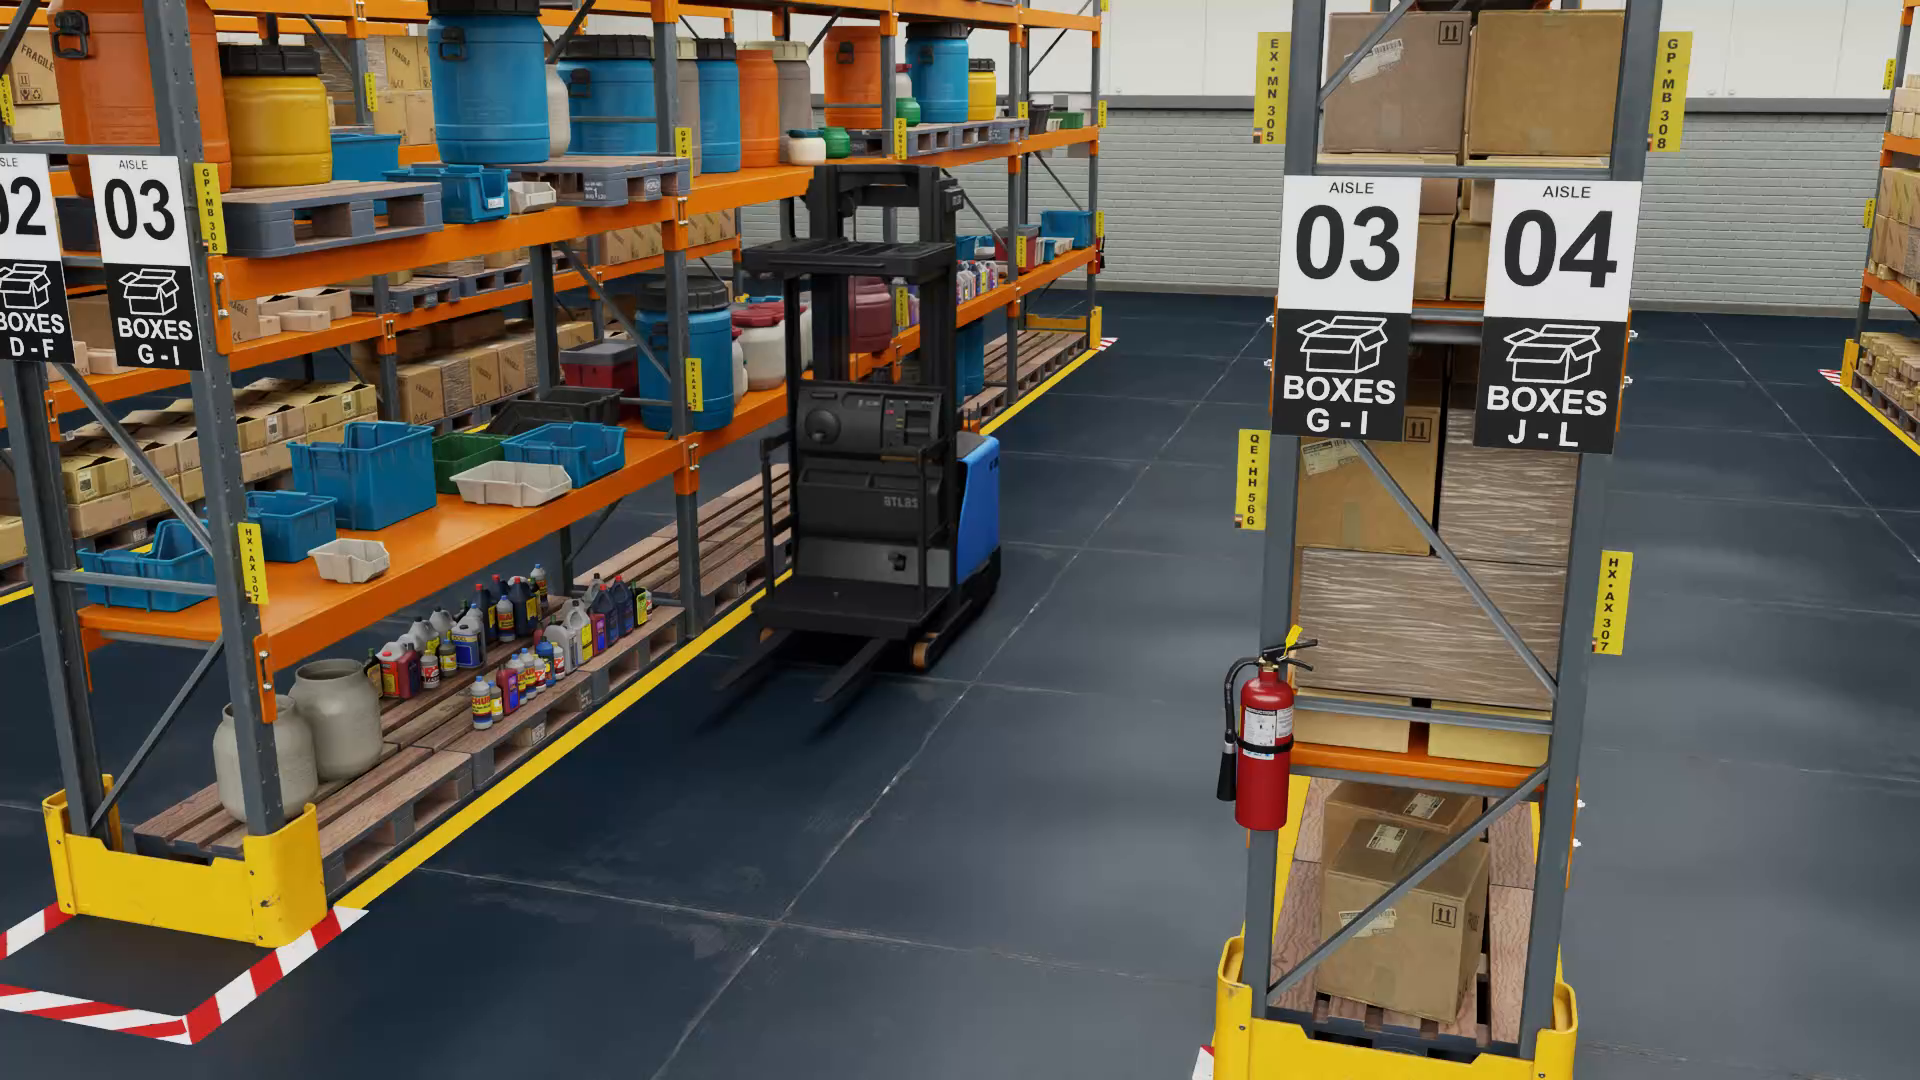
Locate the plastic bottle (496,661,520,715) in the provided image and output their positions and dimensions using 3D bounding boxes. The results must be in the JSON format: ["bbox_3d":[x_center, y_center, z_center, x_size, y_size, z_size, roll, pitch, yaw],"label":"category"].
[{"bbox_3d":[-2.392,0.769,8.792,0.061,0.283,0.133,5,17,17],"label":"plastic bottle"}]

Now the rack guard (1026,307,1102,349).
[{"bbox_3d":[1.253,-2.809,21.815,1.175,0.500,0.348,5,16,16],"label":"rack guard"}]

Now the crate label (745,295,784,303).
[{"bbox_3d":[-1.556,-1.689,13.222,0.502,0.435,0.616,5,16,16],"label":"crate label"}]

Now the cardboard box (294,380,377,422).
[{"bbox_3d":[-5.675,-1.289,15.118,0.500,0.311,0.500,5,17,17],"label":"cardboard box"}]

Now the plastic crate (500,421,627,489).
[{"bbox_3d":[-2.205,-0.482,9.305,0.499,0.251,0.616,5,16,16],"label":"plastic crate"}]

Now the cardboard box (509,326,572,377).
[{"bbox_3d":[-4.640,-2.071,18.410,0.500,0.500,0.500,5,16,16],"label":"cardboard box"}]

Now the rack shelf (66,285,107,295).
[{"bbox_3d":[-9.945,-2.856,18.721,1.077,0.370,4.000,5,16,16],"label":"rack shelf"}]

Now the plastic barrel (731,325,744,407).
[{"bbox_3d":[-1.669,-1.163,11.184,0.433,0.535,0.433,0,16,0],"label":"plastic barrel"}]

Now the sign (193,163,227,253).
[{"bbox_3d":[-2.762,-1.221,6.125,0.100,0.325,0.005,5,16,16],"label":"sign"}]

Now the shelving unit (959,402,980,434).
[{"bbox_3d":[0.015,-0.519,12.735,0.215,1.050,0.252,5,16,16],"label":"shelving unit"}]

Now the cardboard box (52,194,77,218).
[{"bbox_3d":[-9.846,-3.611,17.925,0.500,0.250,0.500,5,17,16],"label":"cardboard box"}]

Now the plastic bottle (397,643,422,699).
[{"bbox_3d":[-2.986,0.707,9.011,0.061,0.283,0.133,5,16,16],"label":"plastic bottle"}]

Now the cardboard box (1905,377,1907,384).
[{"bbox_3d":[9.938,-1.647,17.050,0.380,0.149,0.250,5,17,18],"label":"cardboard box"}]

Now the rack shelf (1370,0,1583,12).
[{"bbox_3d":[3.166,-3.351,10.204,1.077,0.370,4.000,5,16,16],"label":"rack shelf"}]

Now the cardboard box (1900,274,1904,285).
[{"bbox_3d":[10.125,-2.745,17.470,0.380,0.149,0.250,4,16,15],"label":"cardboard box"}]

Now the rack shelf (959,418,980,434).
[{"bbox_3d":[0.015,-0.782,12.661,0.215,0.259,0.240,5,16,16],"label":"rack shelf"}]

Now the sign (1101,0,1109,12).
[{"bbox_3d":[1.791,-6.696,20.538,0.100,0.325,0.005,5,16,16],"label":"sign"}]

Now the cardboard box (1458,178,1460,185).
[{"bbox_3d":[2.079,-1.614,7.802,0.500,0.250,0.500,4,16,15],"label":"cardboard box"}]

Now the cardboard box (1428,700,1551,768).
[{"bbox_3d":[1.770,0.631,5.568,0.380,0.149,0.250,5,16,16],"label":"cardboard box"}]

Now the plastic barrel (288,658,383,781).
[{"bbox_3d":[-3.032,0.868,8.063,0.421,0.512,0.421,0,16,0],"label":"plastic barrel"}]

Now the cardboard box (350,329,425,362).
[{"bbox_3d":[-5.710,-1.944,16.586,0.500,0.250,0.500,5,17,18],"label":"cardboard box"}]

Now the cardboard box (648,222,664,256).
[{"bbox_3d":[-3.933,-3.768,20.432,0.500,0.500,0.500,5,16,16],"label":"cardboard box"}]

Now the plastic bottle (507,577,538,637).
[{"bbox_3d":[-2.640,0.389,10.011,0.144,0.351,0.185,5,16,16],"label":"plastic bottle"}]

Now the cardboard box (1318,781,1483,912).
[{"bbox_3d":[1.791,1.246,6.752,0.500,0.500,0.500,10,18,30],"label":"cardboard box"}]

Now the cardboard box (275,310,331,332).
[{"bbox_3d":[-5.753,-1.918,14.556,0.380,0.149,0.250,5,16,16],"label":"cardboard box"}]

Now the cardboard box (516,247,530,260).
[{"bbox_3d":[-5.109,-3.301,18.018,0.700,0.500,0.500,7,17,25],"label":"cardboard box"}]

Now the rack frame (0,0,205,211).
[{"bbox_3d":[-3.288,-2.704,5.872,1.000,3.000,0.127,5,16,16],"label":"rack frame"}]

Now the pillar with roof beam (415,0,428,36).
[{"bbox_3d":[-4.174,-8.098,24.888,9.100,9.000,0.400,5,16,16],"label":"pillar with roof beam"}]

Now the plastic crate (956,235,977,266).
[{"bbox_3d":[-0.072,-3.127,18.277,0.392,0.384,0.575,5,16,16],"label":"plastic crate"}]

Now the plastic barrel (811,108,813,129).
[{"bbox_3d":[-1.396,-3.350,13.442,0.421,0.512,0.421,0,16,0],"label":"plastic barrel"}]

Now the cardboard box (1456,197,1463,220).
[{"bbox_3d":[1.986,-1.046,5.798,0.500,0.250,0.500,4,16,15],"label":"cardboard box"}]

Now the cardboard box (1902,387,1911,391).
[{"bbox_3d":[9.815,-1.456,16.919,0.380,0.149,0.250,5,17,17],"label":"cardboard box"}]

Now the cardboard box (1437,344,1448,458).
[{"bbox_3d":[1.811,-0.661,7.102,0.500,0.500,0.500,5,16,16],"label":"cardboard box"}]

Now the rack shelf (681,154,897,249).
[{"bbox_3d":[-1.583,-2.485,11.913,1.077,0.370,4.000,5,16,16],"label":"rack shelf"}]

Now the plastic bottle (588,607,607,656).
[{"bbox_3d":[-2.119,0.518,9.679,0.061,0.283,0.133,6,17,20],"label":"plastic bottle"}]

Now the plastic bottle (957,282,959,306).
[{"bbox_3d":[-0.053,-2.386,15.957,0.061,0.283,0.133,5,16,16],"label":"plastic bottle"}]

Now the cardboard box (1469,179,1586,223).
[{"bbox_3d":[1.761,-1.051,5.084,0.380,0.149,0.250,5,16,15],"label":"cardboard box"}]

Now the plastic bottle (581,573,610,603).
[{"bbox_3d":[-2.196,0.378,10.048,0.144,0.351,0.185,5,16,16],"label":"plastic bottle"}]

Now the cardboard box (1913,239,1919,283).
[{"bbox_3d":[9.756,-2.768,16.362,0.500,0.500,0.500,5,16,16],"label":"cardboard box"}]

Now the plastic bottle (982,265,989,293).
[{"bbox_3d":[0.216,-2.674,16.987,0.152,0.276,0.135,5,16,16],"label":"plastic bottle"}]

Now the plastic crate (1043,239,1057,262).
[{"bbox_3d":[0.921,-3.395,19.499,0.416,0.233,0.300,5,16,16],"label":"plastic crate"}]

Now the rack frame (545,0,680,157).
[{"bbox_3d":[-2.151,-3.750,9.561,1.000,3.000,0.127,5,16,16],"label":"rack frame"}]

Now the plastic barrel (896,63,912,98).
[{"bbox_3d":[-0.655,-4.097,15.261,0.433,0.535,0.433,0,16,0],"label":"plastic barrel"}]

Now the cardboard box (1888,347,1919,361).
[{"bbox_3d":[10.023,-1.934,17.516,0.380,0.149,0.250,5,17,18],"label":"cardboard box"}]

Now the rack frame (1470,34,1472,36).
[{"bbox_3d":[6.008,-6.506,19.276,1.000,3.000,0.127,5,16,16],"label":"rack frame"}]

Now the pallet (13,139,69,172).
[{"bbox_3d":[-6.661,-2.832,12.171,0.805,0.209,1.217,4,16,14],"label":"pallet"}]

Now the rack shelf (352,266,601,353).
[{"bbox_3d":[-5.194,-2.473,17.370,1.077,0.370,4.000,5,16,16],"label":"rack shelf"}]

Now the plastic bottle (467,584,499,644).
[{"bbox_3d":[-2.832,0.427,9.876,0.144,0.351,0.185,4,16,14],"label":"plastic bottle"}]

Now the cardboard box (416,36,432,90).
[{"bbox_3d":[-5.343,-4.649,16.209,0.500,0.500,0.500,5,16,16],"label":"cardboard box"}]

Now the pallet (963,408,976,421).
[{"bbox_3d":[-0.482,-1.097,16.310,1.003,0.211,1.213,5,16,16],"label":"pallet"}]

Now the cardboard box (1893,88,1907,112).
[{"bbox_3d":[10.358,-4.723,17.845,0.500,0.250,0.500,5,17,17],"label":"cardboard box"}]

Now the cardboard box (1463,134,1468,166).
[{"bbox_3d":[2.619,-1.873,7.982,0.380,0.149,0.250,5,17,16],"label":"cardboard box"}]

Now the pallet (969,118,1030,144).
[{"bbox_3d":[-0.007,-4.097,16.625,1.213,0.211,1.003,5,16,16],"label":"pallet"}]

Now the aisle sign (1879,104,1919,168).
[{"bbox_3d":[10.468,-4.502,18.440,0.394,0.787,0.004,5,16,16],"label":"aisle sign"}]

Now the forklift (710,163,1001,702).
[{"bbox_3d":[-0.624,-0.749,10.098,1.130,2.935,3.031,5,16,16],"label":"forklift"}]

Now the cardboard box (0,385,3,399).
[{"bbox_3d":[-7.019,-1.181,11.313,0.700,0.500,0.500,4,16,14],"label":"cardboard box"}]

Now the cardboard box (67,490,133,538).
[{"bbox_3d":[-6.547,-0.215,12.360,0.500,0.250,0.500,4,16,15],"label":"cardboard box"}]

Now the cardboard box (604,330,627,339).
[{"bbox_3d":[-4.299,-2.354,19.751,0.500,0.311,0.500,5,16,16],"label":"cardboard box"}]
